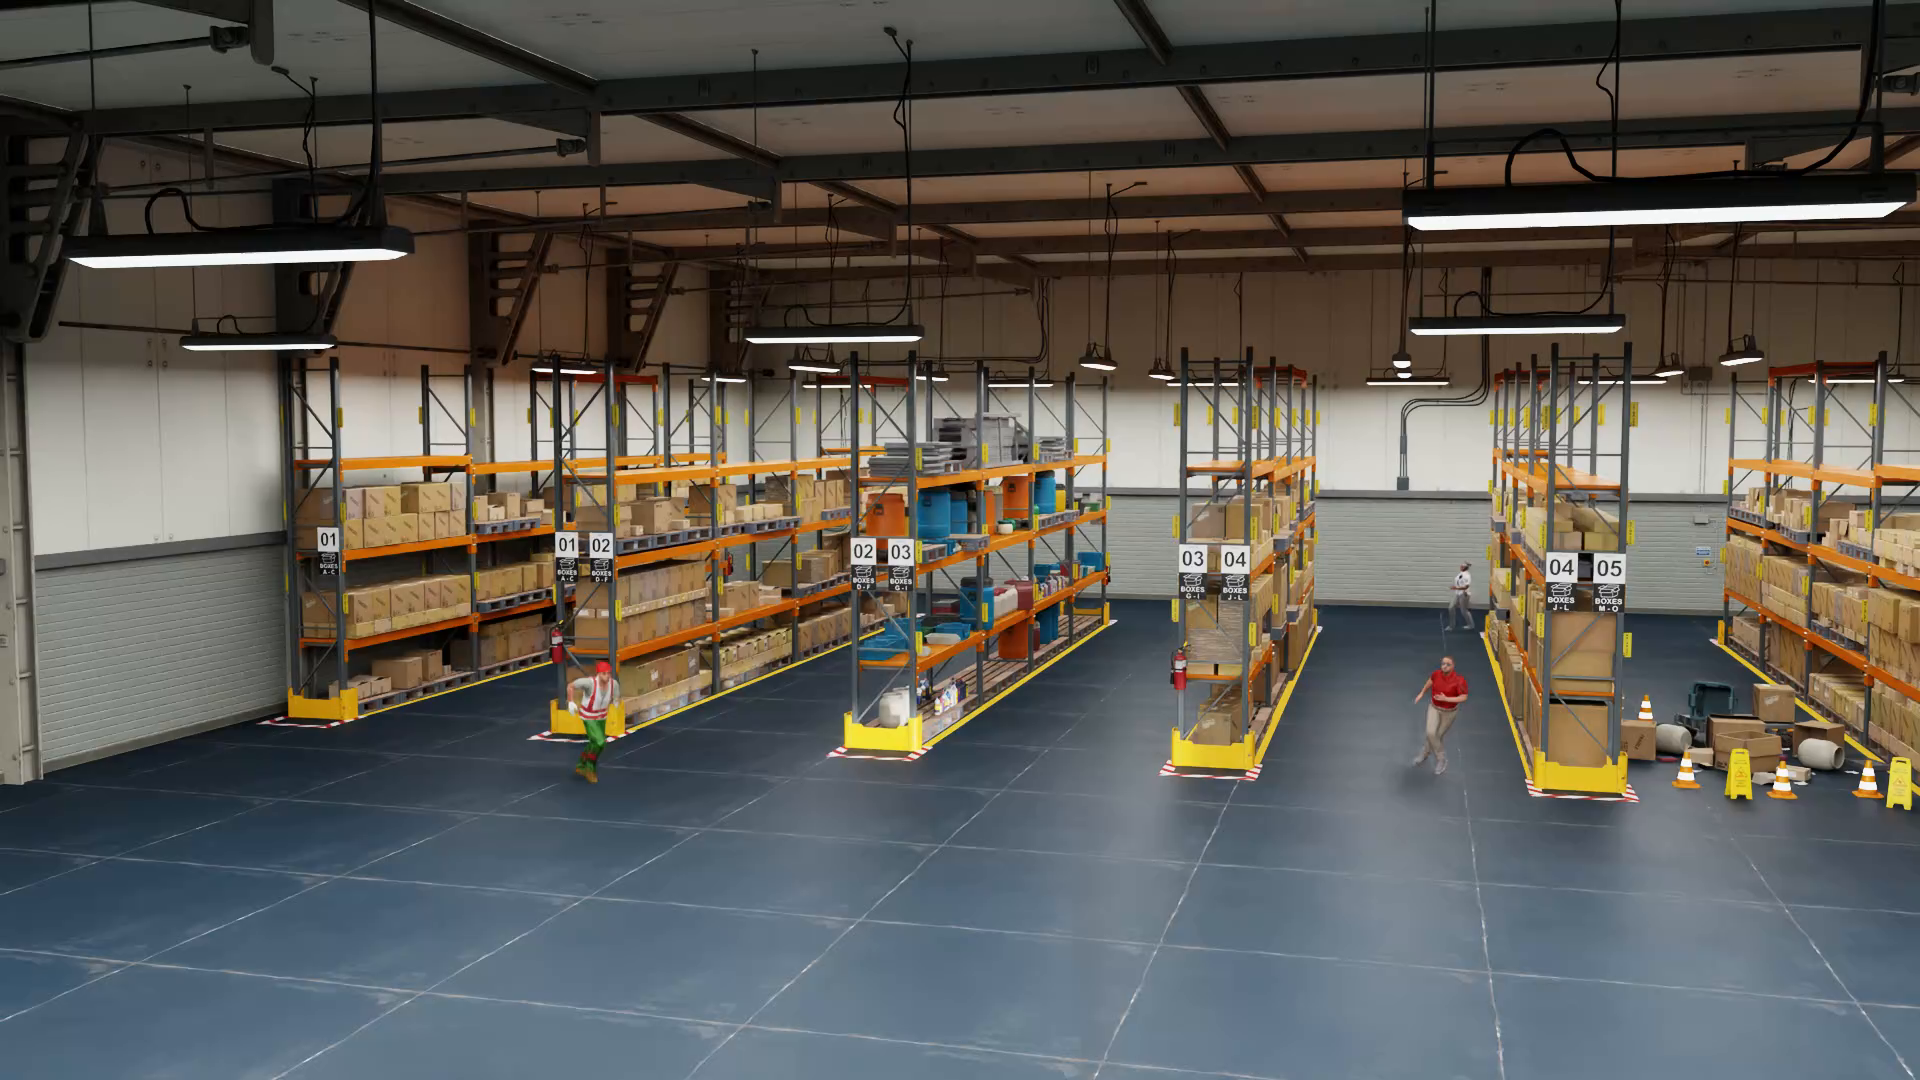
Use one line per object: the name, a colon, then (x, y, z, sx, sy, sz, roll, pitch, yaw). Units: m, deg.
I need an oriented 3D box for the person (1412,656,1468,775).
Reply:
person: (6.803, 2.445, 23.554, 0.793, 1.667, 0.725, 2, 5, 25)

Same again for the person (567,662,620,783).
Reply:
person: (-5.020, 2.501, 22.817, 0.913, 1.727, 0.682, 4, 6, 44)

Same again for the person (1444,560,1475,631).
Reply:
person: (11.780, 1.322, 38.947, 0.677, 1.720, 0.569, -1, 4, -10)
